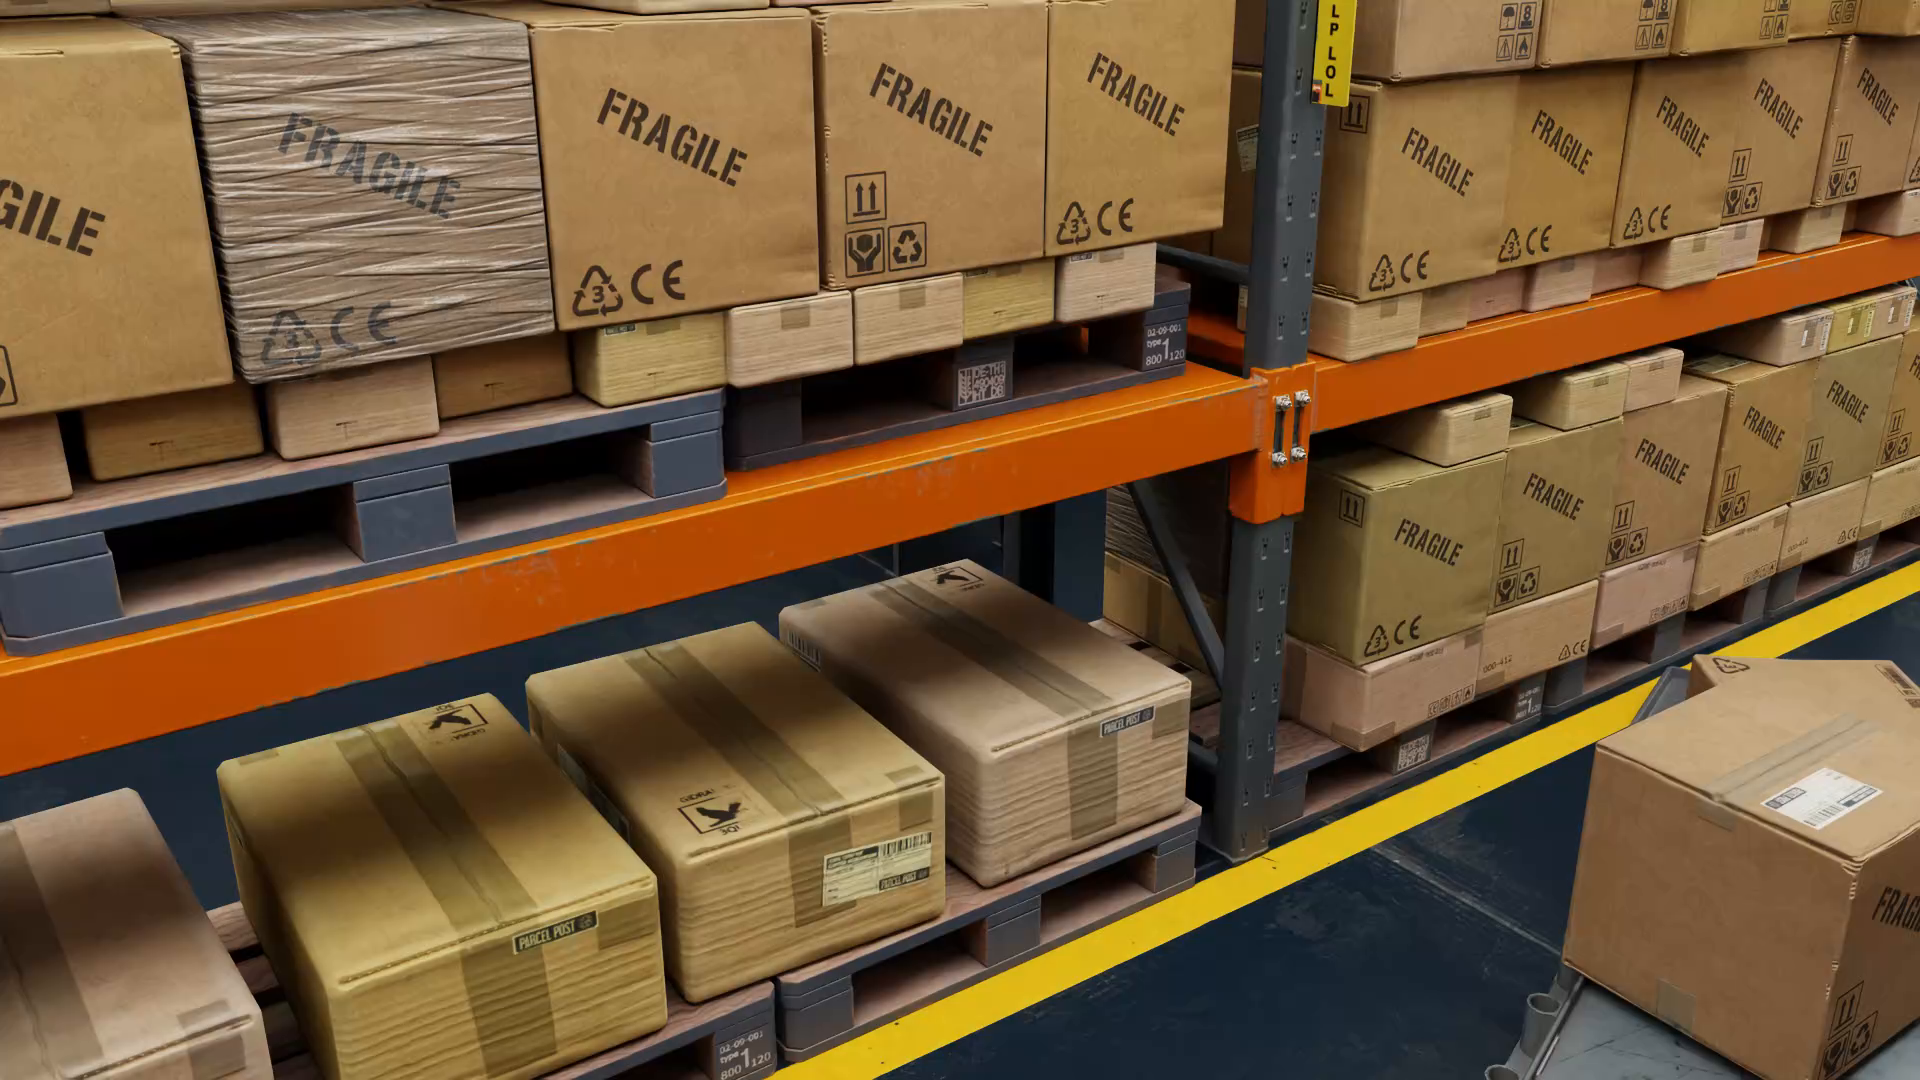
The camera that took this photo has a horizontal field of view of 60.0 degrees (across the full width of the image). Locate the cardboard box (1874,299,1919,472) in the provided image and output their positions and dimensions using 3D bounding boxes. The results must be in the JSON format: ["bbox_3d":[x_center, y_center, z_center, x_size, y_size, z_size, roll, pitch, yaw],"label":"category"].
[{"bbox_3d":[3.214,-0.593,5.967,0.500,0.500,0.500,-15,26,-33],"label":"cardboard box"}]

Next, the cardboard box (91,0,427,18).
[{"bbox_3d":[-1.309,-0.751,3.129,0.500,0.500,0.500,-16,27,-35],"label":"cardboard box"}]

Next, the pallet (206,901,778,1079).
[{"bbox_3d":[-1.157,1.017,3.564,1.213,0.211,1.003,-15,26,-33],"label":"pallet"}]

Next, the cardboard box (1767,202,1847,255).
[{"bbox_3d":[2.536,-1.019,5.241,0.250,0.149,0.380,-15,26,-33],"label":"cardboard box"}]

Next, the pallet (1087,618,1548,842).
[{"bbox_3d":[0.990,0.426,5.044,1.213,0.211,1.003,-15,26,-33],"label":"pallet"}]

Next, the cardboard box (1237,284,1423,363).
[{"bbox_3d":[0.908,-0.568,4.111,0.250,0.149,0.380,-15,26,-33],"label":"cardboard box"}]

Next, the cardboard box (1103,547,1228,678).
[{"bbox_3d":[0.788,0.160,5.091,0.500,0.250,0.500,-14,25,-30],"label":"cardboard box"}]

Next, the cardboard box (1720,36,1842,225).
[{"bbox_3d":[2.193,-1.245,4.932,0.500,0.500,0.500,-15,26,-32],"label":"cardboard box"}]

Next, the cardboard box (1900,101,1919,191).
[{"bbox_3d":[3.023,-1.456,5.462,0.500,0.500,0.500,-15,26,-33],"label":"cardboard box"}]

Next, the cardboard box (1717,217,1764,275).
[{"bbox_3d":[2.140,-0.905,4.956,0.250,0.149,0.380,-15,26,-33],"label":"cardboard box"}]

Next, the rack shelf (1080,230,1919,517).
[{"bbox_3d":[2.089,-0.812,5.354,4.000,0.370,1.077,-15,26,-33],"label":"rack shelf"}]

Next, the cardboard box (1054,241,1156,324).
[{"bbox_3d":[0.209,-0.597,3.617,0.250,0.149,0.380,-14,26,-32],"label":"cardboard box"}]

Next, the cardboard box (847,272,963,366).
[{"bbox_3d":[-0.204,-0.479,3.321,0.250,0.149,0.380,-15,26,-34],"label":"cardboard box"}]

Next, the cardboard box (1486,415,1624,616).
[{"bbox_3d":[1.529,-0.145,4.844,0.500,0.500,0.500,-14,26,-31],"label":"cardboard box"}]

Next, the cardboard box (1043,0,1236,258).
[{"bbox_3d":[0.224,-0.924,3.561,0.500,0.500,0.500,-15,26,-34],"label":"cardboard box"}]

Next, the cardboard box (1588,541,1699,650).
[{"bbox_3d":[1.958,0.088,5.272,0.500,0.250,0.500,-15,26,-34],"label":"cardboard box"}]

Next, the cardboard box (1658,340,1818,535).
[{"bbox_3d":[2.379,-0.372,5.413,0.500,0.500,0.500,-16,27,-34],"label":"cardboard box"}]

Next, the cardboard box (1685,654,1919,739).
[{"bbox_3d":[2.130,0.624,4.154,0.500,0.500,0.500,2,22,4],"label":"cardboard box"}]

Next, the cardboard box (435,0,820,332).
[{"bbox_3d":[-0.600,-0.706,3.015,0.500,0.500,0.500,-14,26,-31],"label":"cardboard box"}]

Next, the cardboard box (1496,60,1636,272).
[{"bbox_3d":[1.379,-1.025,4.380,0.500,0.500,0.500,-15,26,-33],"label":"cardboard box"}]

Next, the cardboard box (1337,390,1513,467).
[{"bbox_3d":[1.238,-0.336,4.447,0.250,0.149,0.380,-14,26,-32],"label":"cardboard box"}]

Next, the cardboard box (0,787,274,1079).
[{"bbox_3d":[-1.723,0.897,3.081,0.625,0.372,0.950,-16,27,-34],"label":"cardboard box"}]

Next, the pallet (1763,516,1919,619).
[{"bbox_3d":[2.970,-0.102,6.367,1.213,0.211,1.003,-15,26,-33],"label":"pallet"}]

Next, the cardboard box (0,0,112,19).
[{"bbox_3d":[-1.619,-0.967,2.794,0.250,0.149,0.380,-16,27,-35],"label":"cardboard box"}]

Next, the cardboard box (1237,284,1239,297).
[{"bbox_3d":[0.746,-0.814,4.727,0.250,0.149,0.380,-14,26,-32],"label":"cardboard box"}]

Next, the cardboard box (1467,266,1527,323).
[{"bbox_3d":[1.281,-0.705,4.455,0.250,0.149,0.380,-15,26,-33],"label":"cardboard box"}]

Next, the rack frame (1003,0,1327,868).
[{"bbox_3d":[0.465,-0.713,4.136,0.127,3.000,1.000,-15,26,-33],"label":"rack frame"}]

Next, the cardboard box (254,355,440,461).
[{"bbox_3d":[-1.069,-0.275,2.811,0.250,0.149,0.380,-14,26,-31],"label":"cardboard box"}]

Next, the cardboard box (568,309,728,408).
[{"bbox_3d":[-0.628,-0.380,3.075,0.250,0.149,0.380,-15,26,-33],"label":"cardboard box"}]

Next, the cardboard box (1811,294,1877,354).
[{"bbox_3d":[2.749,-0.741,5.463,0.250,0.149,0.380,-14,26,-32],"label":"cardboard box"}]

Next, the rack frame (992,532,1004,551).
[{"bbox_3d":[0.064,-0.992,6.050,0.015,2.100,0.400,-15,26,-33],"label":"rack frame"}]

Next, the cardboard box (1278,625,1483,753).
[{"bbox_3d":[1.102,0.323,4.684,0.500,0.250,0.500,-16,27,-35],"label":"cardboard box"}]

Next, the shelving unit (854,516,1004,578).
[{"bbox_3d":[-0.134,-0.939,5.917,0.503,2.100,0.431,-15,26,-33],"label":"shelving unit"}]

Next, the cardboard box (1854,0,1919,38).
[{"bbox_3d":[2.656,-1.803,4.982,0.500,0.500,0.700,-15,26,-33],"label":"cardboard box"}]

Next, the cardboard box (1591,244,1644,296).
[{"bbox_3d":[1.700,-0.815,4.731,0.250,0.149,0.380,-15,26,-33],"label":"cardboard box"}]

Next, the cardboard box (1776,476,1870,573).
[{"bbox_3d":[2.788,-0.131,5.821,0.500,0.250,0.500,-15,26,-33],"label":"cardboard box"}]

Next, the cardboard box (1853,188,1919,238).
[{"bbox_3d":[2.981,-1.115,5.481,0.250,0.149,0.380,-14,26,-32],"label":"cardboard box"}]

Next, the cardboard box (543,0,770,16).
[{"bbox_3d":[-0.538,-1.006,2.893,0.250,0.149,0.380,-16,27,-35],"label":"cardboard box"}]

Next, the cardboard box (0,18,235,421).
[{"bbox_3d":[-1.435,-0.486,2.465,0.500,0.500,0.500,-14,26,-32],"label":"cardboard box"}]

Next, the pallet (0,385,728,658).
[{"bbox_3d":[-1.199,-0.199,3.106,1.213,0.211,1.003,-15,26,-33],"label":"pallet"}]

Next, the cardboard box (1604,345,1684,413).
[{"bbox_3d":[1.871,-0.507,4.876,0.250,0.149,0.380,-13,25,-30],"label":"cardboard box"}]

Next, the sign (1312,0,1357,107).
[{"bbox_3d":[0.792,-1.085,3.505,0.005,0.325,0.100,-15,26,-33],"label":"sign"}]

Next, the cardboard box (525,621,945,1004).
[{"bbox_3d":[-0.541,0.583,3.866,0.625,0.372,0.950,-13,25,-30],"label":"cardboard box"}]

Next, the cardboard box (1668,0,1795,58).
[{"bbox_3d":[1.800,-1.596,4.465,0.500,0.500,0.700,-16,27,-34],"label":"cardboard box"}]

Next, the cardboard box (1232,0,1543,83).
[{"bbox_3d":[0.949,-1.392,3.952,0.500,0.500,0.700,-15,26,-33],"label":"cardboard box"}]

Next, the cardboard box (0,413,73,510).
[{"bbox_3d":[-1.526,-0.165,2.536,0.250,0.149,0.380,-13,25,-30],"label":"cardboard box"}]
